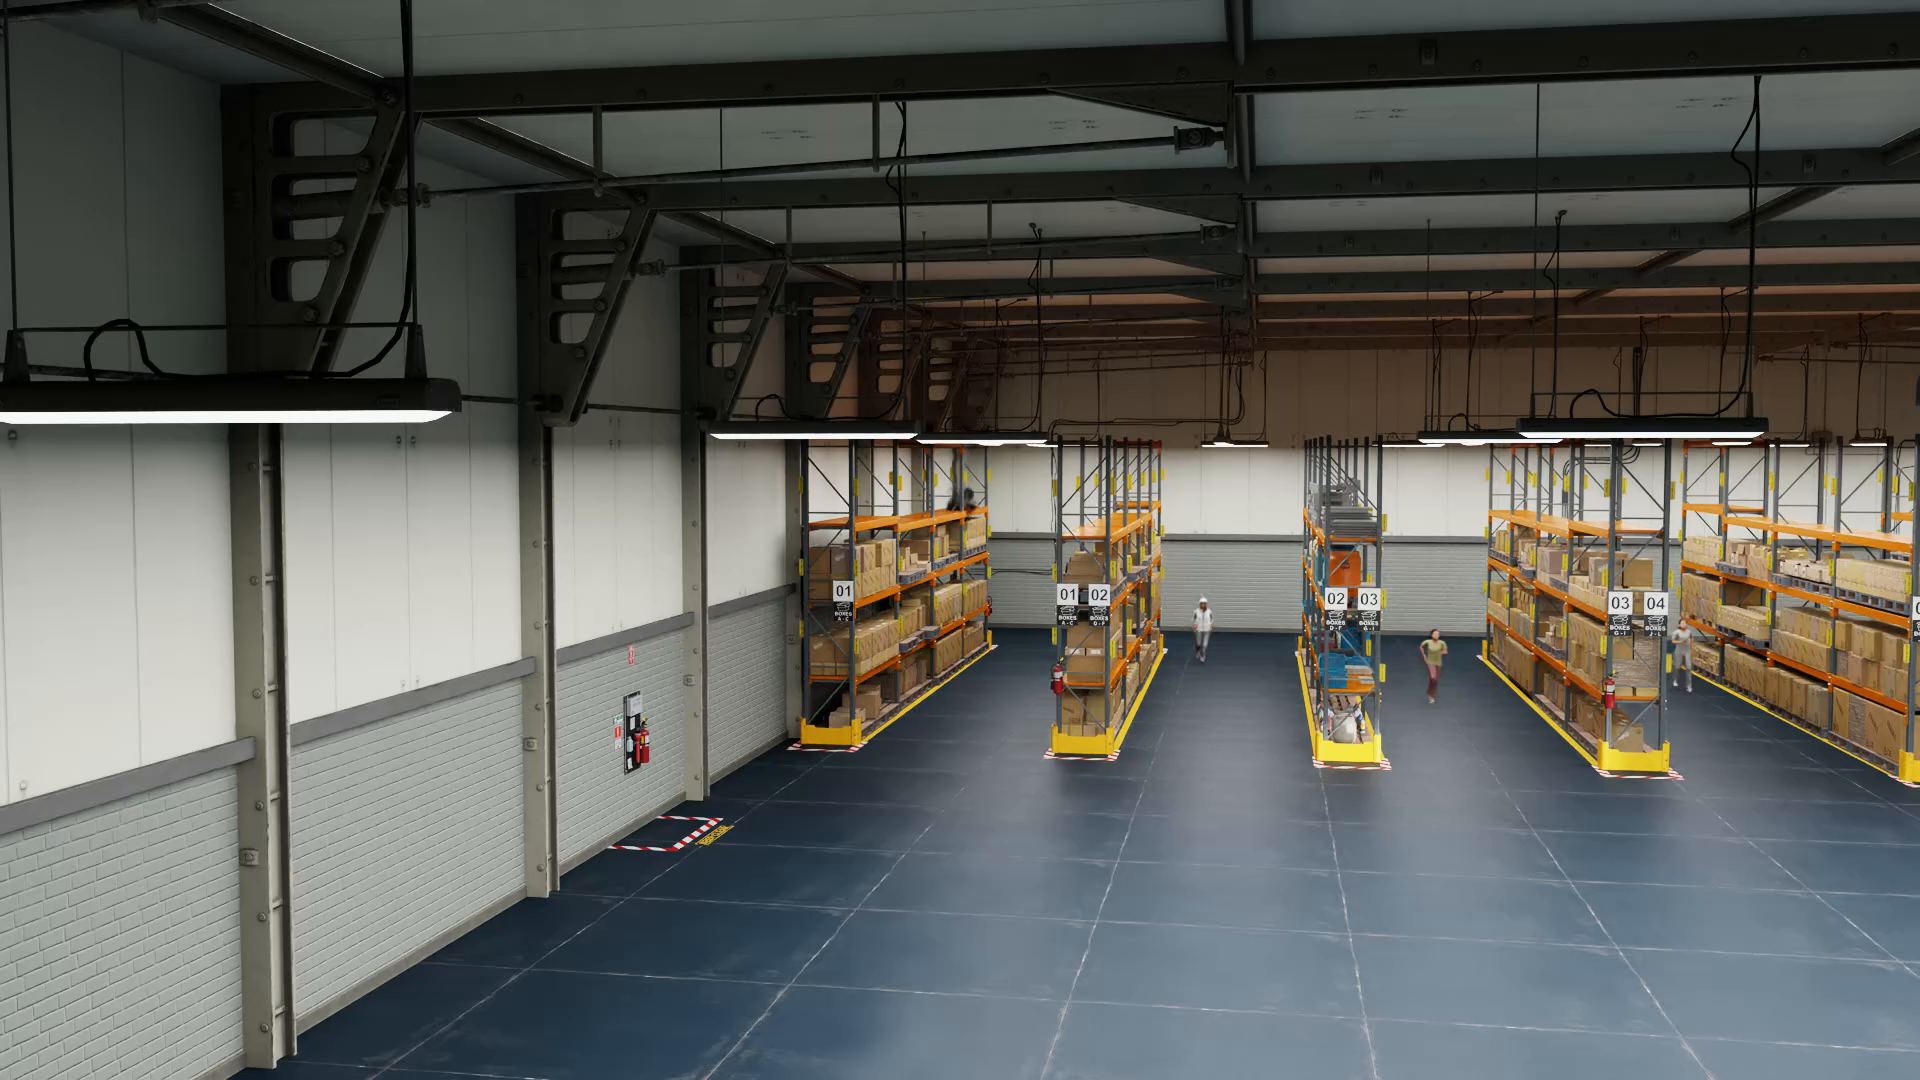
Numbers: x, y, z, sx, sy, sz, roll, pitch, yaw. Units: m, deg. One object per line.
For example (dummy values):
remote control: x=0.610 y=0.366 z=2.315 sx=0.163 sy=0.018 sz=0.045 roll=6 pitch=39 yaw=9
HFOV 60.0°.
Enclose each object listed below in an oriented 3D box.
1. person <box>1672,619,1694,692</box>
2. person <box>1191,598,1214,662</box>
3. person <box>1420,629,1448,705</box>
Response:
person: x=17.265 y=2.731 z=39.721 sx=0.557 sy=1.711 sz=0.868 roll=0 pitch=3 yaw=9
person: x=6.548 y=2.431 z=44.850 sx=0.639 sy=1.725 sz=0.576 roll=0 pitch=3 yaw=2
person: x=10.758 y=2.859 z=37.736 sx=0.556 sy=1.707 sz=0.791 roll=0 pitch=3 yaw=-2
